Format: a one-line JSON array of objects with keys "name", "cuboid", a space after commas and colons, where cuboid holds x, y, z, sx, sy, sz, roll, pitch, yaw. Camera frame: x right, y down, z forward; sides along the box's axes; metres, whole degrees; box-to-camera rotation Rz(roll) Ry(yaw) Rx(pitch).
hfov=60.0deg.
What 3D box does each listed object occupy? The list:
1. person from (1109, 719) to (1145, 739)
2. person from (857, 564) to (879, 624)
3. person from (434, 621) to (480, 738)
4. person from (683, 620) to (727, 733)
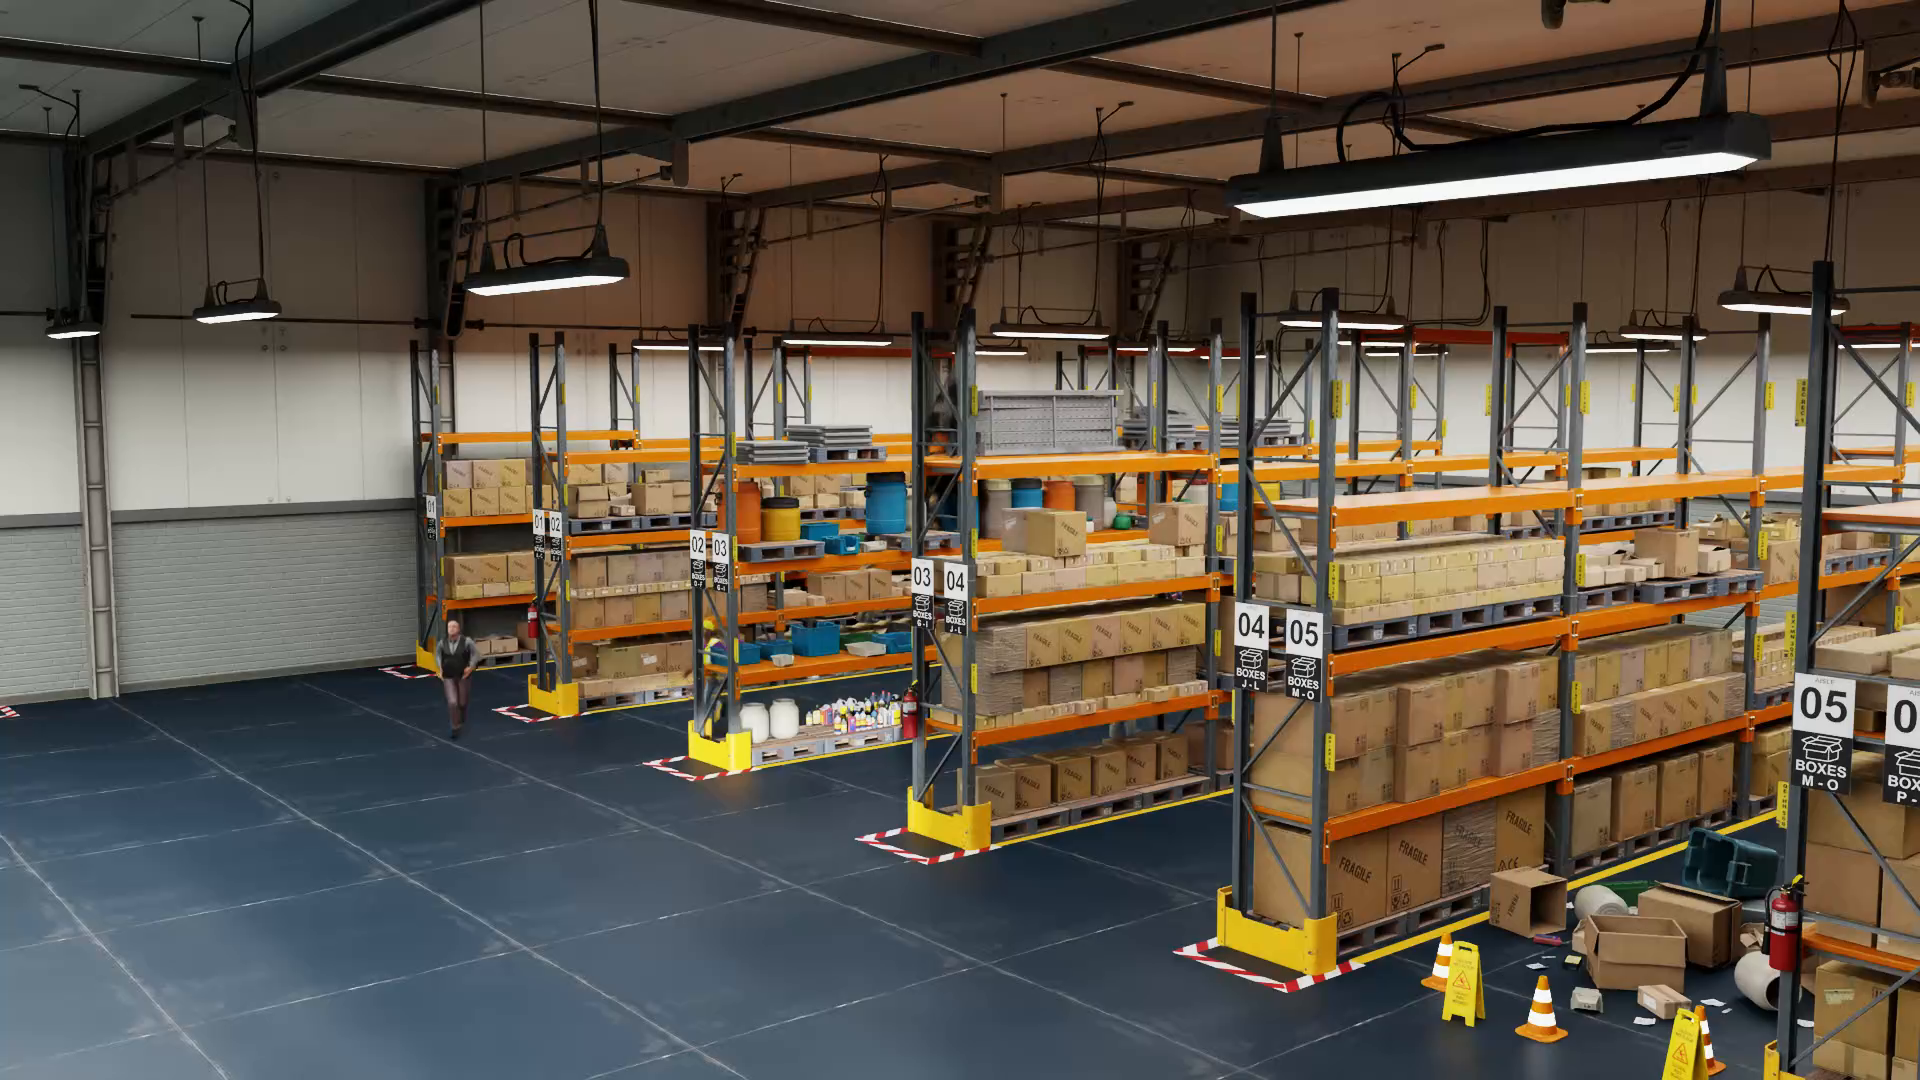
[{"name": "person", "cuboid": [2.279, 2.232, 22.717, 0.823, 1.660, 0.626, -5, 7, -44]}, {"name": "person", "cuboid": [-1.779, 1.251, 33.347, 0.747, 1.733, 0.635, -4, 7, -36]}, {"name": "person", "cuboid": [-7.451, 2.034, 24.669, 0.660, 1.704, 0.754, -1, 5, -8]}, {"name": "person", "cuboid": [-3.703, 2.023, 24.728, 0.697, 1.699, 0.644, 3, 6, 33]}]
